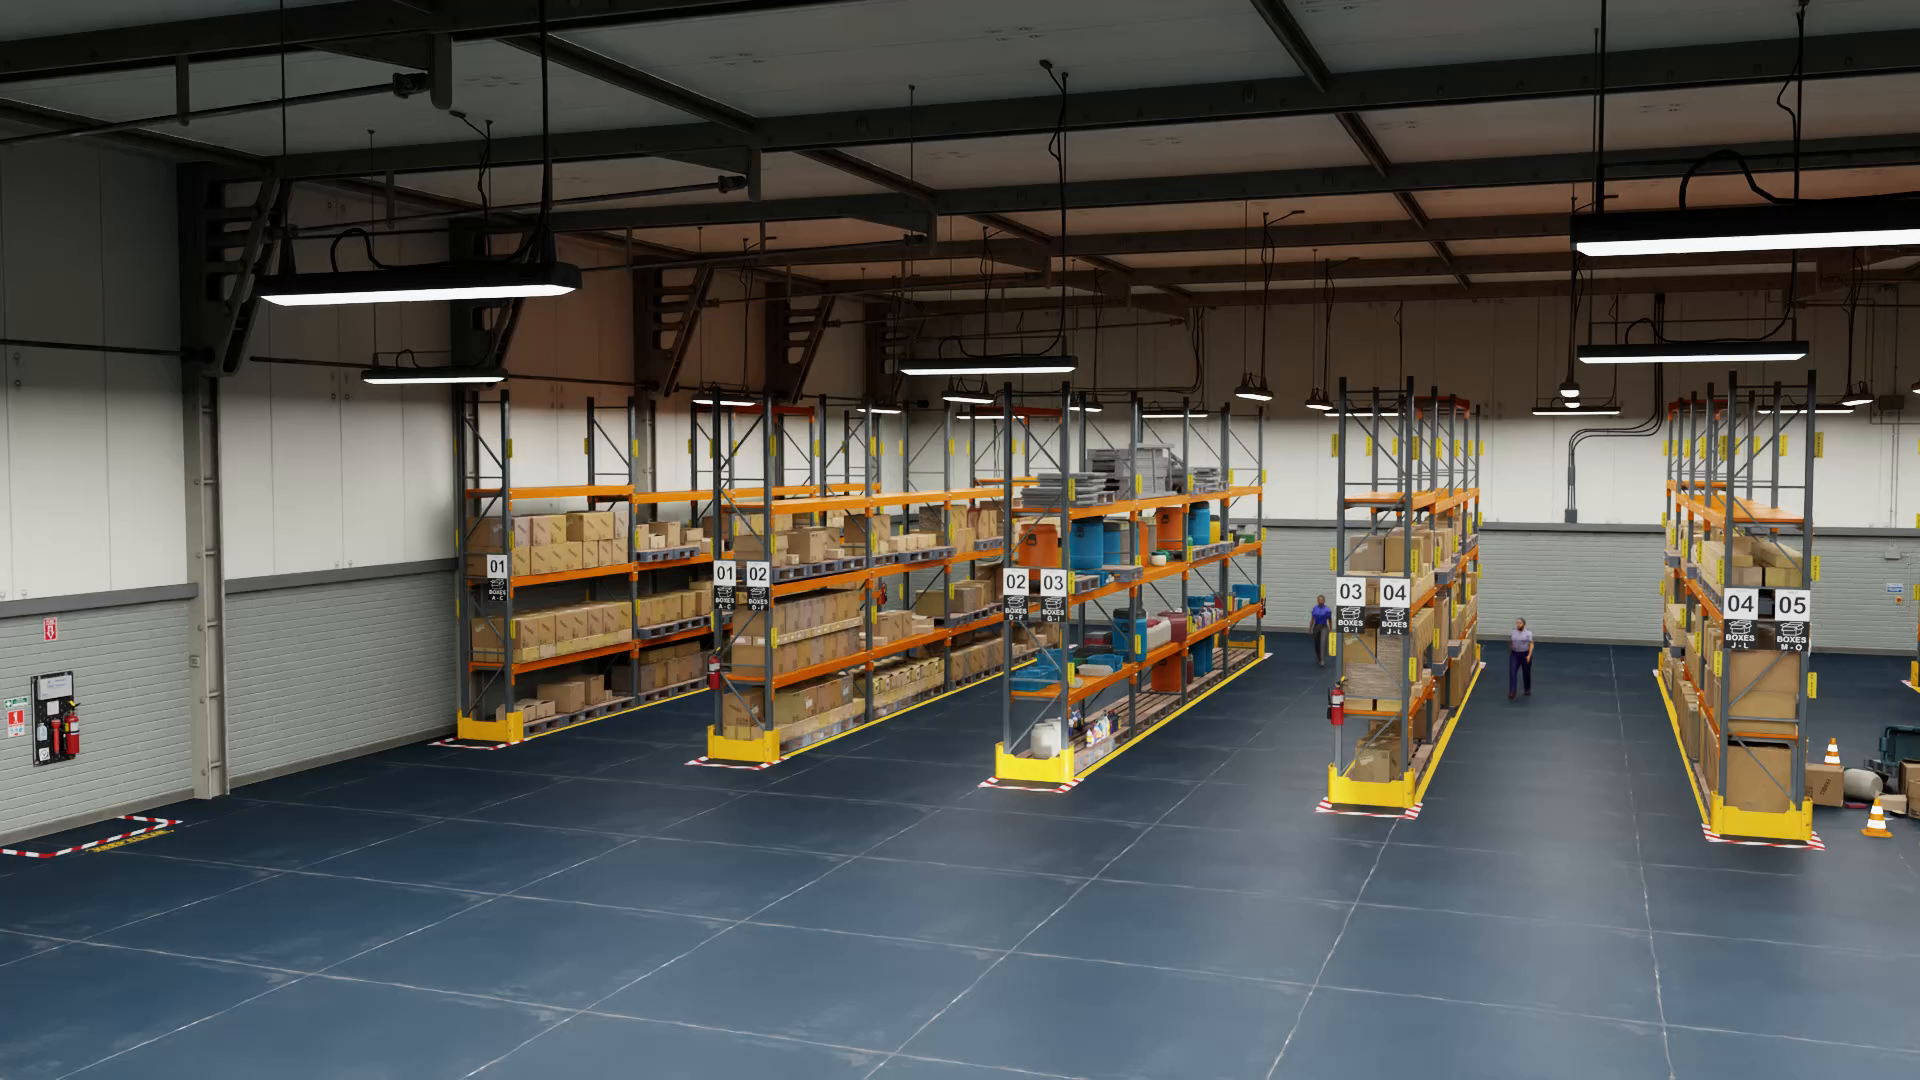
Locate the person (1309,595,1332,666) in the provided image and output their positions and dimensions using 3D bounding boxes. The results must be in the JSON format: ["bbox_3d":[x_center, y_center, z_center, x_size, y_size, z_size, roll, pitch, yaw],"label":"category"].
[{"bbox_3d":[8.344,2.063,38.443,0.504,1.590,1.045,1,3,20],"label":"person"}]

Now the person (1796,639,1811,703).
[{"bbox_3d":[16.442,2.393,32.615,0.553,1.644,0.601,0,3,-1],"label":"person"}]

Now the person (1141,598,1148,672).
[{"bbox_3d":[3.973,2.137,37.171,0.500,1.714,0.373,-1,3,-10],"label":"person"}]

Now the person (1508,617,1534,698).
[{"bbox_3d":[11.236,2.348,33.317,0.498,1.592,0.962,2,4,30],"label":"person"}]
